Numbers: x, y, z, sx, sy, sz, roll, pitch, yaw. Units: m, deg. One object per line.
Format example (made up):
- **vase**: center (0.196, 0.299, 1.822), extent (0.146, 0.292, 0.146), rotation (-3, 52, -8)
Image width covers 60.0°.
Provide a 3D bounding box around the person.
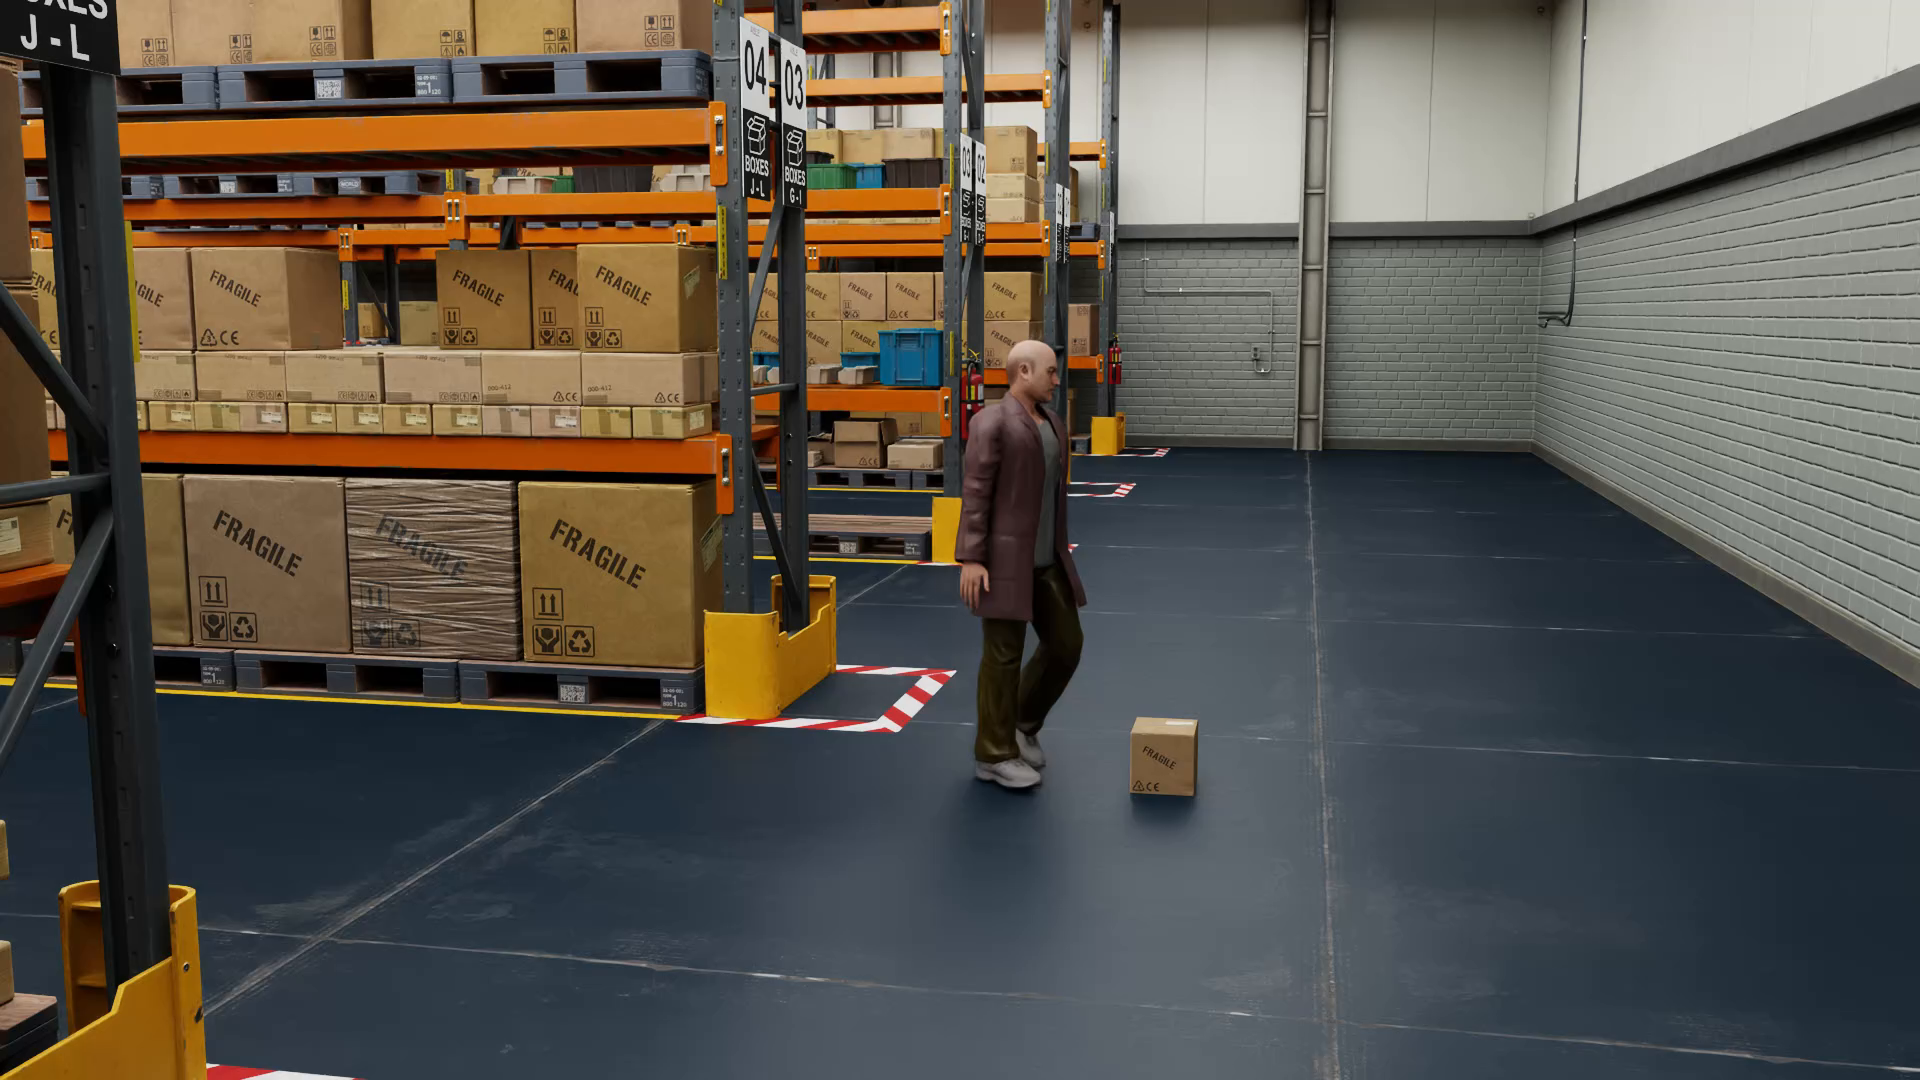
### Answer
- **person**: center (0.224, 0.085, 6.725), extent (0.666, 1.773, 0.555), rotation (-8, 11, -44)
